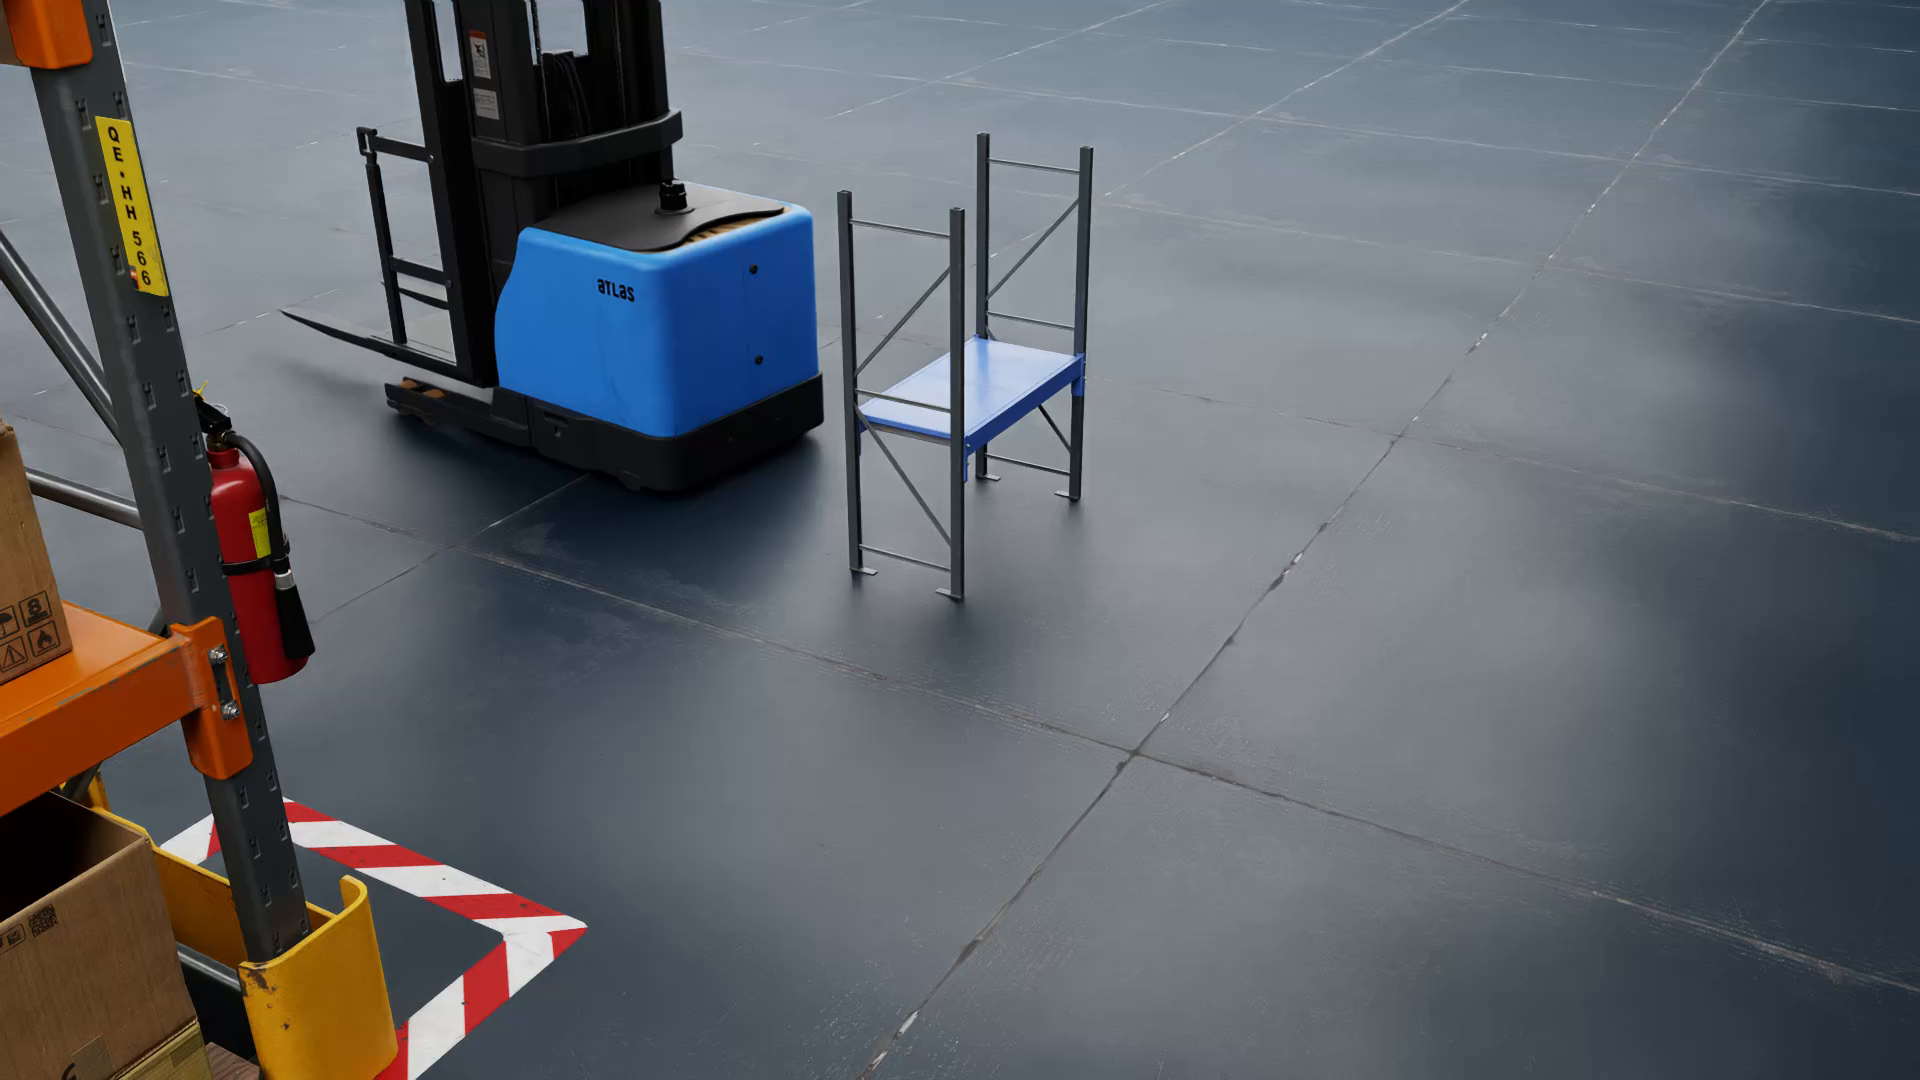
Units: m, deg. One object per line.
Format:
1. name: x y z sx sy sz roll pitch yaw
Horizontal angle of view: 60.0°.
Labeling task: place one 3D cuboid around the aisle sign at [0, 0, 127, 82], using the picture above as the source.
1. aisle sign: -1.704 -1.236 2.964 0.394 0.787 0.004 14 30 26

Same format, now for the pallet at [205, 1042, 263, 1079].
1. pallet: -2.331 1.441 3.635 1.003 0.211 1.213 14 30 26

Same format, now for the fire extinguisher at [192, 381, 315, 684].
1. fire extinguisher: -1.529 -0.022 3.529 0.296 0.674 0.183 14 30 26

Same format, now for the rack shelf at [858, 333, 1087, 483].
1. rack shelf: 0.042 -0.543 6.561 0.538 0.185 1.000 14 30 26

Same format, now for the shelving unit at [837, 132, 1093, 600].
1. shelving unit: 0.042 -0.704 6.481 0.538 1.500 1.048 14 30 26

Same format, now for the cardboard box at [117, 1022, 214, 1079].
1. cardboard box: -1.998 1.203 3.598 0.500 0.250 0.500 14 30 26

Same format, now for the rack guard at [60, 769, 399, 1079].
1. rack guard: -1.980 0.996 4.202 1.175 0.500 0.348 14 30 26

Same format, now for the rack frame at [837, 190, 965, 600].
1. rack frame: -0.208 -0.506 6.085 0.500 1.500 0.032 14 30 26

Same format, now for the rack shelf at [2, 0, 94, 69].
1. rack shelf: -2.976 -0.353 1.557 1.077 0.370 4.000 14 30 26

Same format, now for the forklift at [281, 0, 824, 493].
1. forklift: -2.115 -2.023 7.517 3.031 2.935 1.130 18 32 32

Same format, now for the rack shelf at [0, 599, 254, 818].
1. rack shelf: -2.976 0.988 2.228 1.077 0.370 4.000 14 30 26

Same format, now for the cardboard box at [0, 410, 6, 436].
1. cardboard box: -2.014 -0.257 3.075 0.380 0.149 0.250 14 30 25

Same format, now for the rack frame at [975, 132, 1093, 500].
1. rack frame: 0.292 -0.902 6.876 0.500 1.500 0.032 14 30 26

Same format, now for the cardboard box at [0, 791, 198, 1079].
1. cardboard box: -1.996 0.868 3.429 0.500 0.500 0.500 14 30 26

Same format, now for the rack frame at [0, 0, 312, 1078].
1. rack frame: -1.992 -0.113 3.624 1.000 3.000 0.127 14 30 26

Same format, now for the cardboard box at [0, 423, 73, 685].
1. cardboard box: -2.232 0.022 3.244 0.700 0.500 0.500 14 30 26

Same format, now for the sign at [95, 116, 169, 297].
1. sign: -1.526 -0.612 3.063 0.100 0.325 0.005 14 30 26
